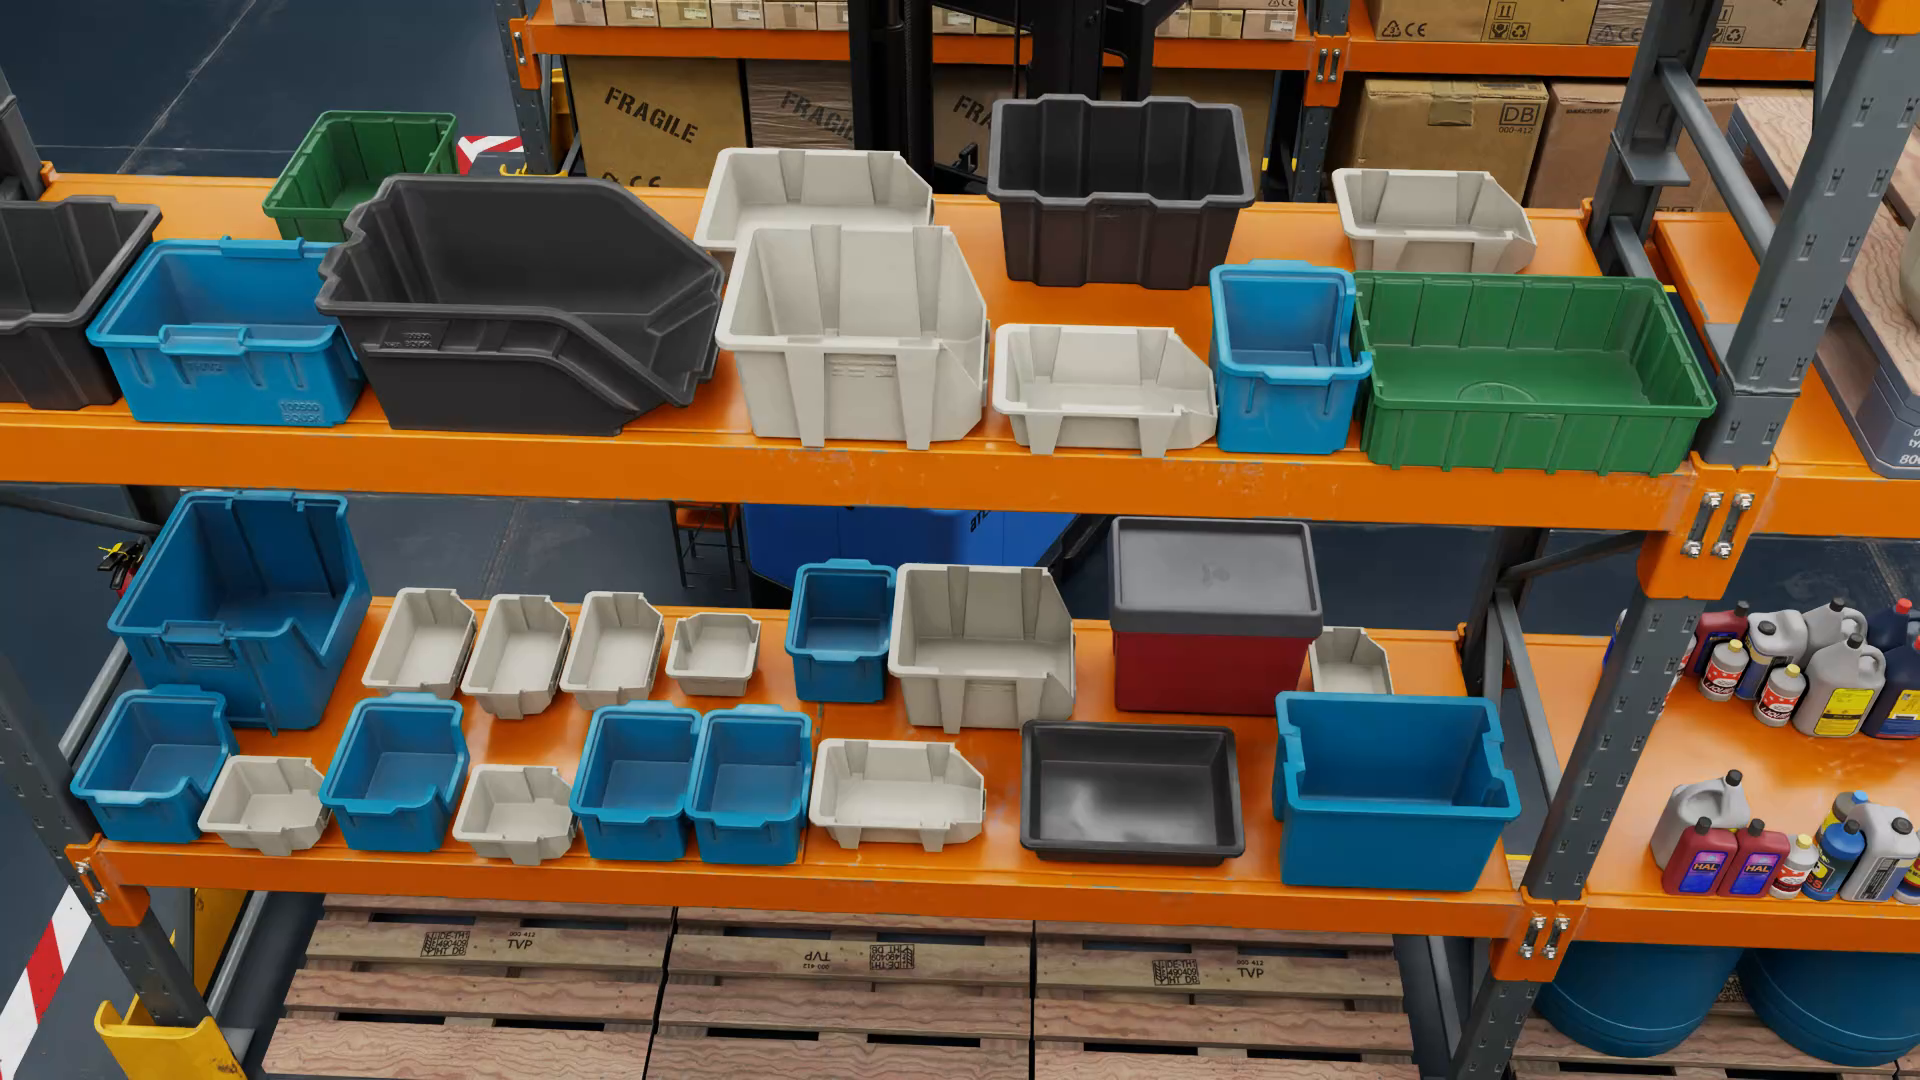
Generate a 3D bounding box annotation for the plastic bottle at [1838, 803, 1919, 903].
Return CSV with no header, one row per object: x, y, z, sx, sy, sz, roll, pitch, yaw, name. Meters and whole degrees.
2.401,0.809,4.358,0.135,0.276,0.152,2,43,2,plastic bottle

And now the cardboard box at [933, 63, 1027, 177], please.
0.259,-2.373,8.933,0.875,0.875,0.875,2,43,2,cardboard box

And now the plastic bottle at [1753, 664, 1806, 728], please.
2.377,0.440,4.809,0.097,0.201,0.097,0,43,0,plastic bottle

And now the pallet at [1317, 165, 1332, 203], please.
2.588,-1.902,9.222,1.213,0.211,1.003,2,43,2,pallet

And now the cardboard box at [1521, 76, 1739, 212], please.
3.347,-2.238,8.788,0.875,0.875,1.225,0,43,0,cardboard box

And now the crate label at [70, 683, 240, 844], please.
-2.174,0.627,4.541,0.303,0.233,0.416,2,43,2,crate label

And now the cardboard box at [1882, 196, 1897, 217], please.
5.121,-2.183,8.729,0.875,0.875,1.225,0,43,0,cardboard box

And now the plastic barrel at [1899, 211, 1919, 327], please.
2.105,-0.636,3.209,0.433,0.535,0.433,0,43,0,plastic barrel

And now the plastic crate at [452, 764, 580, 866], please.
-1.179,0.749,4.480,0.298,0.136,0.250,2,43,2,plastic crate

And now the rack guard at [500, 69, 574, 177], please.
-2.206,-2.103,9.226,0.348,0.500,1.175,2,43,2,rack guard

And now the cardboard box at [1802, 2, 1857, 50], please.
4.289,-2.688,7.946,0.500,0.500,0.500,0,43,1,cardboard box

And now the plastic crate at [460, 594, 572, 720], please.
-1.294,0.350,4.908,0.243,0.136,0.396,2,43,2,plastic crate

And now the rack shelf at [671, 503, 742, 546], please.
-1.060,-0.084,6.963,0.258,0.103,0.180,4,43,4,rack shelf

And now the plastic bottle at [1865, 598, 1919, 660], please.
2.708,0.307,4.841,0.185,0.351,0.144,2,43,2,plastic bottle

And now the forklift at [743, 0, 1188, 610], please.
0.325,-1.436,6.726,1.130,2.935,3.031,23,47,22,forklift

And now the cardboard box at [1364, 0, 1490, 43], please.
2.262,-2.747,8.010,0.500,0.500,0.500,2,43,2,cardboard box

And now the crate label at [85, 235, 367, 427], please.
-1.498,-0.439,3.515,0.502,0.251,0.408,2,43,2,crate label

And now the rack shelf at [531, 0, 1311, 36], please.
-0.184,-2.764,8.486,3.809,0.124,0.919,2,43,2,rack shelf

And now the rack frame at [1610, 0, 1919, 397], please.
1.591,-1.717,2.576,0.127,3.000,1.000,2,43,2,rack frame

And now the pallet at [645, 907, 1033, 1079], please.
-0.368,1.467,5.606,1.213,0.211,1.003,2,43,2,pallet

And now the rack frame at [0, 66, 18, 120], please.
-2.405,-1.840,2.708,0.127,3.000,1.000,2,43,2,rack frame

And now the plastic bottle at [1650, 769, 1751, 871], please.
1.968,0.729,4.388,0.185,0.351,0.144,2,43,2,plastic bottle

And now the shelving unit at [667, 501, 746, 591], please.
-1.060,-0.292,6.769,0.258,1.200,0.189,4,43,4,shelving unit

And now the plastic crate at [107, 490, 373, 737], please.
-2.062,0.204,4.846,0.499,0.435,0.616,2,43,2,plastic crate

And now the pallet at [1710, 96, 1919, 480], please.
2.378,-0.593,3.709,1.003,0.211,1.213,2,43,2,pallet

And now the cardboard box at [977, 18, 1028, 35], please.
0.210,-2.628,8.140,0.250,0.149,0.380,1,43,1,cardboard box

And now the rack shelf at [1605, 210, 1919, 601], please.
3.589,-0.295,3.778,4.000,0.370,1.077,2,43,2,rack shelf

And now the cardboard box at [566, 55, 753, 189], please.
-1.539,-2.428,8.992,0.875,0.875,0.875,2,43,2,cardboard box

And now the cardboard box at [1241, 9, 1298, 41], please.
1.494,-2.589,8.098,0.250,0.149,0.380,2,43,2,cardboard box

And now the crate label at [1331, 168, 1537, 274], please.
1.115,-0.735,3.916,0.466,0.136,0.293,2,43,2,crate label

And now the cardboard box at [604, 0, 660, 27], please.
-1.586,-2.683,8.199,0.250,0.149,0.380,1,43,1,cardboard box

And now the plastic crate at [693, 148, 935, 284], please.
-0.330,-0.751,3.934,0.530,0.136,0.437,2,43,2,plastic crate

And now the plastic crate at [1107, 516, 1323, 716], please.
0.710,0.235,4.792,0.583,0.464,0.402,2,43,2,plastic crate

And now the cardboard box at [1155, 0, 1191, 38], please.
0.981,-2.605,8.115,0.250,0.149,0.380,1,43,1,cardboard box

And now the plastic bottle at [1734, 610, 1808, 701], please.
2.364,0.327,4.875,0.135,0.276,0.152,2,43,2,plastic bottle

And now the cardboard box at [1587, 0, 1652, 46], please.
3.264,-2.716,7.977,0.500,0.500,0.500,1,43,1,cardboard box

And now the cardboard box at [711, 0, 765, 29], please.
-1.070,-2.668,8.183,0.250,0.149,0.380,1,43,1,cardboard box

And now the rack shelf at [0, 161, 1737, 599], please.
-0.407,-0.417,3.910,4.000,0.370,1.077,2,43,2,rack shelf

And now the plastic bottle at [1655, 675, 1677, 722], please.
2.012,0.428,4.821,0.097,0.201,0.097,0,43,0,plastic bottle

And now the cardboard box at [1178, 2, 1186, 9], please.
0.844,-2.797,8.029,0.500,0.250,0.500,3,43,3,cardboard box

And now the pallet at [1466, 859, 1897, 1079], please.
2.359,1.551,5.516,1.213,0.211,1.003,2,43,2,pallet

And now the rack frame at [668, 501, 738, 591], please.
-1.070,-0.230,6.702,0.240,1.200,0.006,4,43,4,rack frame

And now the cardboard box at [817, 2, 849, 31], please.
-0.558,-2.652,8.166,0.250,0.149,0.380,1,43,1,cardboard box

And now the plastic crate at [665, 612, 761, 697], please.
-0.718,0.339,4.920,0.250,0.136,0.298,2,43,2,plastic crate

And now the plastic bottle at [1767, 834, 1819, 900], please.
2.187,0.848,4.370,0.097,0.201,0.097,0,43,0,plastic bottle

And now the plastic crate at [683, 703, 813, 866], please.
-0.558,0.676,4.488,0.300,0.233,0.416,2,43,2,plastic crate

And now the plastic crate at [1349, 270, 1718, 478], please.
1.154,-0.349,3.464,0.662,0.188,0.450,2,43,2,plastic crate

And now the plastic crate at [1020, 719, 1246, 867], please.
0.460,0.706,4.535,0.590,0.125,0.437,2,43,2,plastic crate

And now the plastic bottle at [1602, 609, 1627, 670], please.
1.999,0.316,4.887,0.135,0.276,0.152,2,43,2,plastic bottle

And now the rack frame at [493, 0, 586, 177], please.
-2.182,-3.017,8.374,0.127,3.000,1.000,2,43,2,rack frame

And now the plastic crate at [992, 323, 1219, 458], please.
0.303,-0.303,3.453,0.466,0.136,0.293,2,43,2,plastic crate
